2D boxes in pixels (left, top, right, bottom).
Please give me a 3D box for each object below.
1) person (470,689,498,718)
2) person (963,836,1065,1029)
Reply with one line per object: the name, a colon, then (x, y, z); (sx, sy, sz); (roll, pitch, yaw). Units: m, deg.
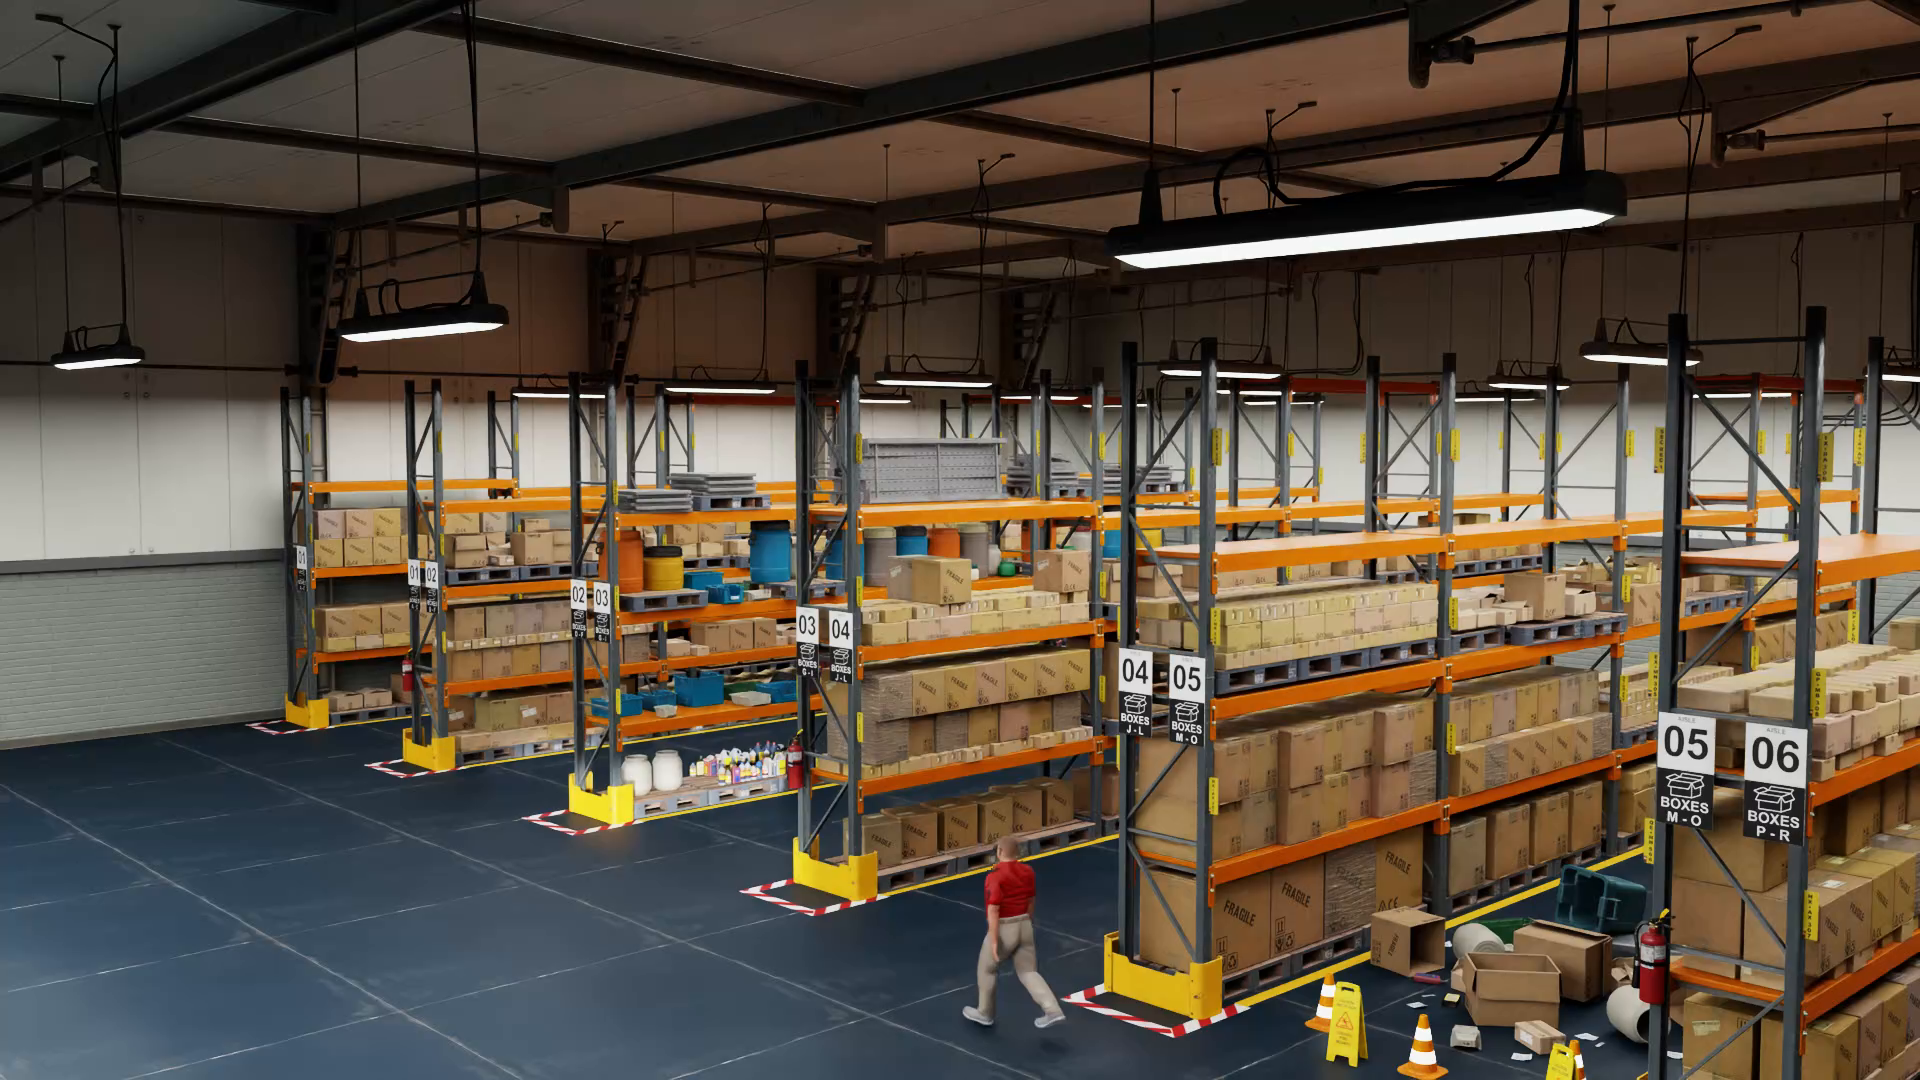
person: (-8.282, 2.432, 28.871); (0.592, 1.721, 0.950); (1, 4, 18)
person: (0.443, 3.396, 14.342); (0.540, 1.679, 1.019); (-3, 5, -43)
